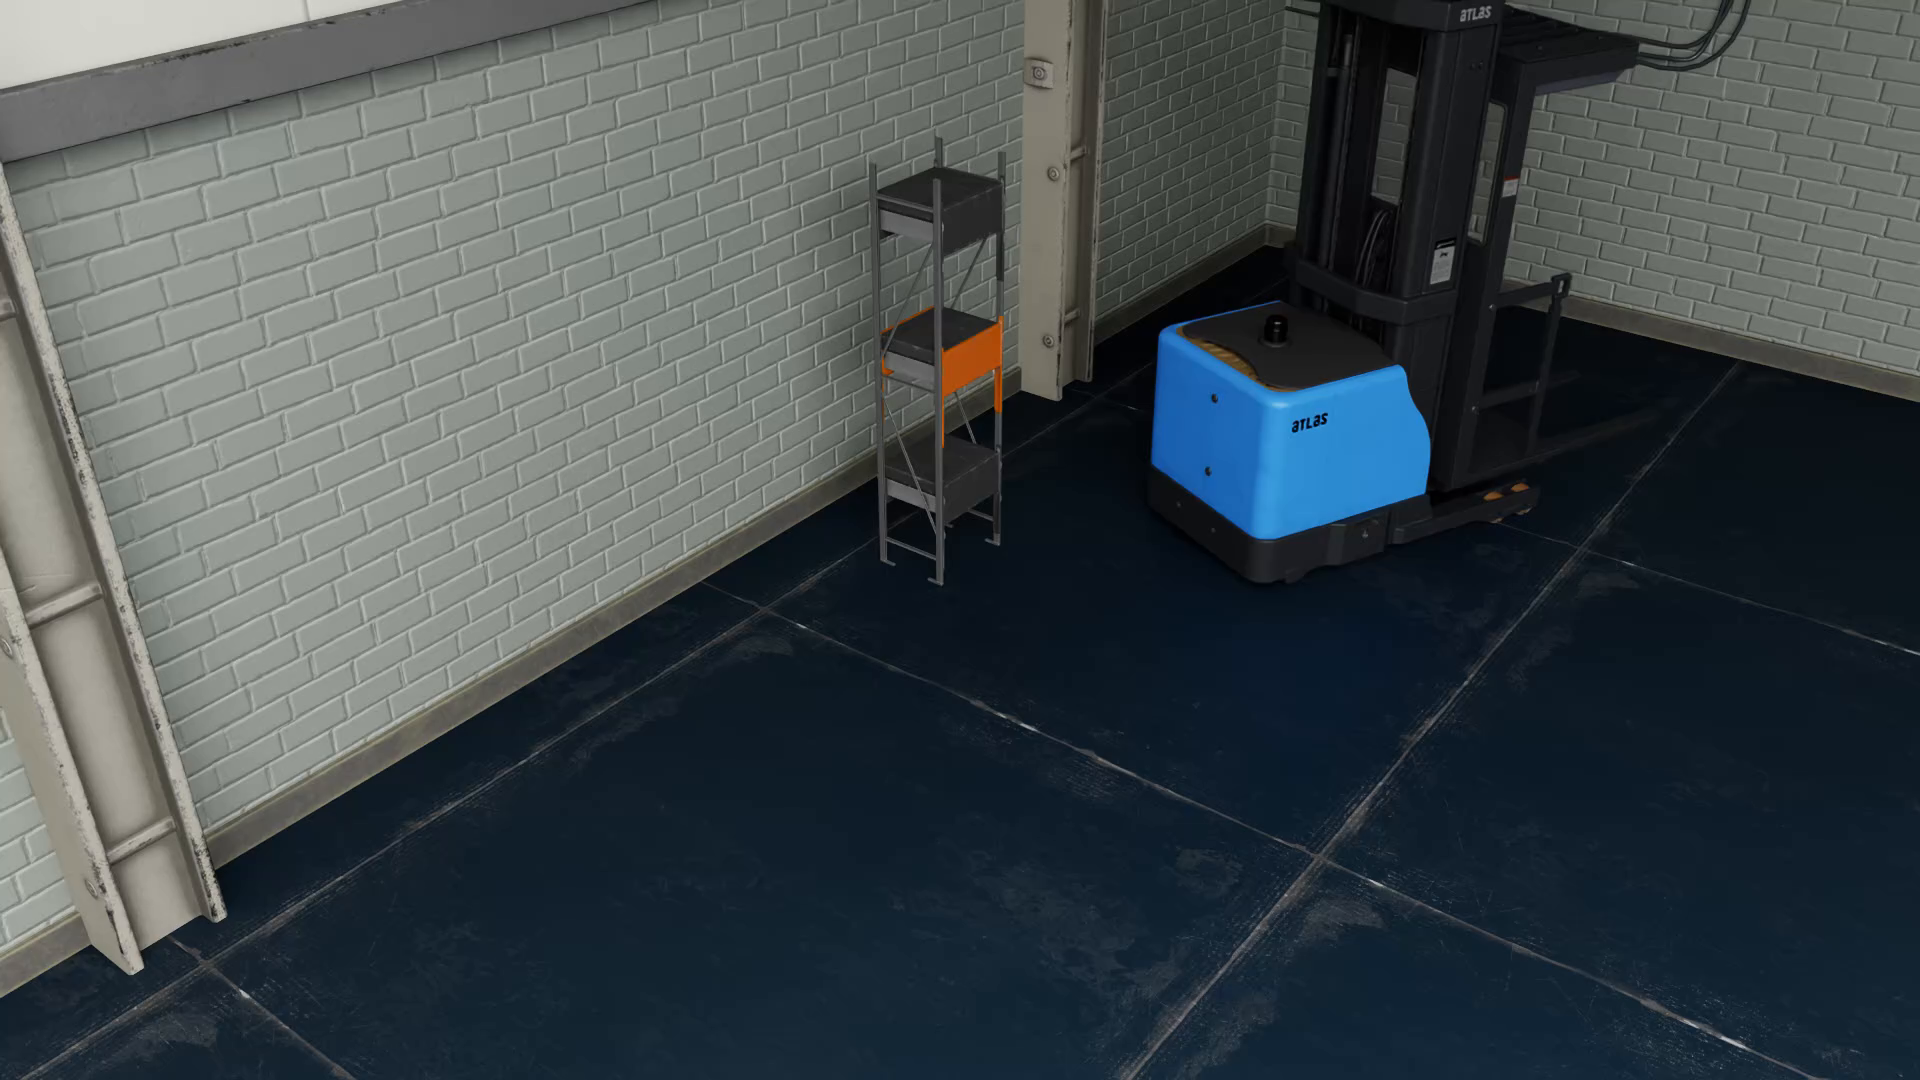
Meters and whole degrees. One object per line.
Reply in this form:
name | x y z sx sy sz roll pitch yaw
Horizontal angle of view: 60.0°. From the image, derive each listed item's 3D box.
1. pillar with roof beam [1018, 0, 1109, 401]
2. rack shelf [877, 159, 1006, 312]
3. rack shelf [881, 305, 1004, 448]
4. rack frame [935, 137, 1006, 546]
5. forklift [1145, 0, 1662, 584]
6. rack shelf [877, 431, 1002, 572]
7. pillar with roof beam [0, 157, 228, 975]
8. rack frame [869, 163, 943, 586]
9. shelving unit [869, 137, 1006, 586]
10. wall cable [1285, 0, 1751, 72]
pillar with roof beam | 4.025 -3.523 5.868 9.100 9.000 0.400 21 37 31
rack shelf | -0.100 -1.426 7.751 0.431 0.518 0.480 21 37 31
rack shelf | -0.100 -0.824 8.108 0.431 0.518 0.480 21 37 31
rack frame | 0.047 -0.935 8.268 0.400 2.100 0.015 21 37 31
forklift | 2.540 -1.571 8.526 3.031 2.935 1.130 -16 34 -24
rack shelf | -0.100 -0.222 8.465 0.431 0.518 0.480 21 37 31
pillar with roof beam | 0.404 -1.084 1.752 9.100 9.000 0.400 21 37 31
rack frame | -0.247 -0.737 7.934 0.400 2.100 0.015 21 37 31
shelving unit | -0.100 -0.836 8.101 0.431 2.100 0.503 21 37 31
wall cable | 3.426 -4.302 10.229 3.097 2.526 0.112 21 37 31
